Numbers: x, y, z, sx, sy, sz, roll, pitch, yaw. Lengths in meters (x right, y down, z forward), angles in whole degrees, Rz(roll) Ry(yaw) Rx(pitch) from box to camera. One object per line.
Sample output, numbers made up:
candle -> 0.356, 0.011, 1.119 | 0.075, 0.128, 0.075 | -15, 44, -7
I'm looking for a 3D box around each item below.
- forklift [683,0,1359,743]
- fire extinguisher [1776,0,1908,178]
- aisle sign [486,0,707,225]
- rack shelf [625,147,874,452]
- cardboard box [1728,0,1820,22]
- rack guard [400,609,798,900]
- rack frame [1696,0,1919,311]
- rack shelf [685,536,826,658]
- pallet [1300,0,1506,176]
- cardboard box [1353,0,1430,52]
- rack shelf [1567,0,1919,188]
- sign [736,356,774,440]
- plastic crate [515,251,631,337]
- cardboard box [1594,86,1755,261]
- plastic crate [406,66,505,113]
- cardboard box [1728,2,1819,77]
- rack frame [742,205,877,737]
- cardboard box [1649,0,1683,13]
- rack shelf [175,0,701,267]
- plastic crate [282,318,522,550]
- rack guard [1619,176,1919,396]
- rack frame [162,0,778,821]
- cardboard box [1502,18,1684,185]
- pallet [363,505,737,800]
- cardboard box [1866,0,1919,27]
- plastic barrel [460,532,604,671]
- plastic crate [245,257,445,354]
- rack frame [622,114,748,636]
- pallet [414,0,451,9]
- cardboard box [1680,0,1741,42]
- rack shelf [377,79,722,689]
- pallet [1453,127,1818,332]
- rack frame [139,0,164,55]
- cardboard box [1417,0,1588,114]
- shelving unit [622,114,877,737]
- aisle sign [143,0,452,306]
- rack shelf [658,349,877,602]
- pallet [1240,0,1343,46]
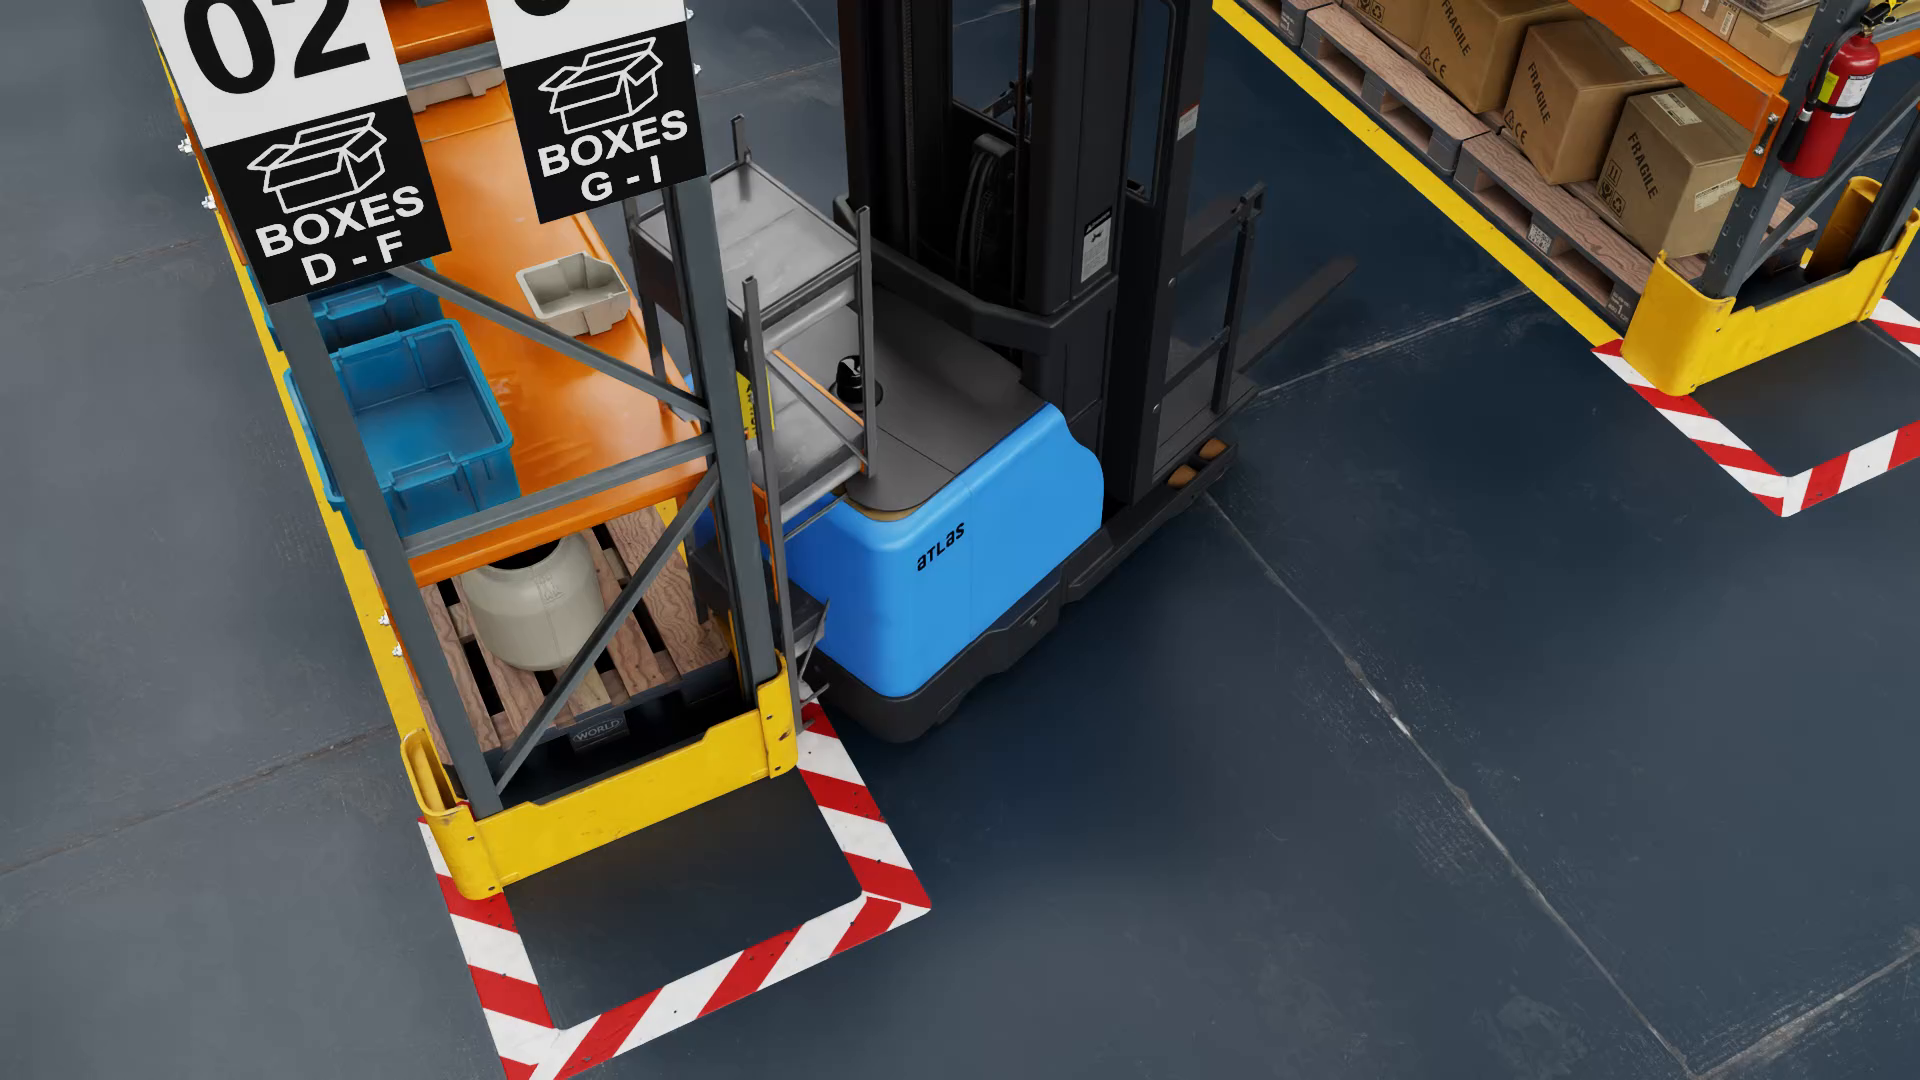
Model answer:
forklift -> 0.419, -1.317, 5.455 | 1.130, 2.935, 3.031 | 34, 57, 26
fire extinguisher -> 3.002, -1.559, 5.672 | 0.296, 0.674, 0.183 | -21, 52, -18
aisle sign -> -0.751, -1.022, 3.424 | 0.394, 0.787, 0.004 | -21, 52, -18
rack shelf -> -0.552, -0.645, 4.460 | 0.431, 0.518, 0.480 | -37, 62, -26
cardboard box -> 3.133, -2.328, 6.029 | 0.875, 0.500, 0.500 | -21, 52, -18
rack guard -> -1.121, 0.675, 5.328 | 1.175, 0.500, 0.348 | -21, 52, -18
rack frame -> 3.360, -1.819, 5.849 | 1.000, 3.000, 0.127 | -21, 52, -18
rack shelf -> -0.582, 0.210, 5.569 | 0.431, 0.518, 0.480 | -37, 62, -26
pallet -> 2.430, -2.324, 8.142 | 1.003, 0.211, 1.213 | -21, 52, -18
cardboard box -> 2.300, -2.761, 8.054 | 0.500, 0.500, 0.500 | -26, 54, -21
rack shelf -> 2.445, -2.921, 7.290 | 1.077, 0.370, 4.000 | -21, 52, -18
sign -> -0.553, -0.391, 4.415 | 0.100, 0.325, 0.005 | -21, 52, -18
plastic crate -> -1.168, -0.736, 5.077 | 0.298, 0.136, 0.250 | -21, 52, -18
cardboard box -> 3.089, -1.559, 7.002 | 0.500, 0.500, 0.500 | -13, 50, -11
plastic crate -> -1.906, -1.704, 5.923 | 0.530, 0.136, 0.437 | -21, 52, -18
cardboard box -> 3.046, -1.856, 6.048 | 0.380, 0.149, 0.250 | -21, 52, -18
rack frame -> -0.397, -0.085, 4.899 | 0.400, 2.100, 0.015 | -37, 62, -26
cardboard box -> 2.772, -2.174, 6.325 | 0.380, 0.149, 0.250 | -21, 52, -18
rack shelf -> -1.959, -2.203, 4.669 | 1.077, 0.370, 4.000 | -21, 52, -18
plastic crate -> -1.539, -0.296, 4.615 | 0.499, 0.251, 0.616 | -21, 52, -18
rack guard -> 3.325, -1.047, 6.834 | 1.175, 0.500, 0.348 | -21, 52, -18
rack frame -> -1.044, -0.113, 4.356 | 1.000, 3.000, 0.127 | -21, 52, -18
cardboard box -> 2.785, -1.947, 7.342 | 0.500, 0.500, 0.500 | -9, 49, -8
pallet -> -1.488, 0.224, 5.914 | 1.003, 0.211, 1.213 | -21, 52, -18
cardboard box -> 3.441, -2.010, 6.182 | 0.380, 0.149, 0.250 | -21, 52, -18
plastic barrel -> -1.413, 0.153, 5.497 | 0.421, 0.512, 0.421 | 0, 49, 0
plastic crate -> -1.831, -0.733, 4.997 | 0.499, 0.251, 0.408 | -21, 52, -18
rack frame -> -0.736, -0.367, 5.108 | 0.400, 2.100, 0.015 | -37, 62, -26
pallet -> -1.336, -1.626, 3.812 | 1.003, 0.211, 1.213 | -21, 52, -18
cardboard box -> 2.932, -2.024, 6.194 | 0.380, 0.149, 0.250 | -21, 52, -18
rack shelf -> -1.959, -1.215, 5.798 | 1.077, 0.370, 4.000 | -21, 52, -18
pallet -> 2.985, -1.508, 7.429 | 1.003, 0.211, 1.213 | -21, 52, -18
rack frame -> -1.044, -2.089, 2.098 | 1.000, 3.000, 0.127 | -21, 52, -18
cardboard box -> 2.515, -2.372, 7.714 | 0.500, 0.500, 0.500 | -17, 51, -14
shelving unit -> -0.566, -0.226, 5.003 | 0.431, 2.100, 0.503 | -37, 62, -26
aisle sign -> -1.275, -0.819, 3.246 | 0.394, 0.787, 0.004 | -21, 52, -18
rack shelf -> -0.567, -0.217, 5.014 | 0.431, 0.518, 0.480 | -37, 62, -26
pallet -> 1.868, -3.141, 8.857 | 1.003, 0.211, 1.213 | -21, 52, -18
